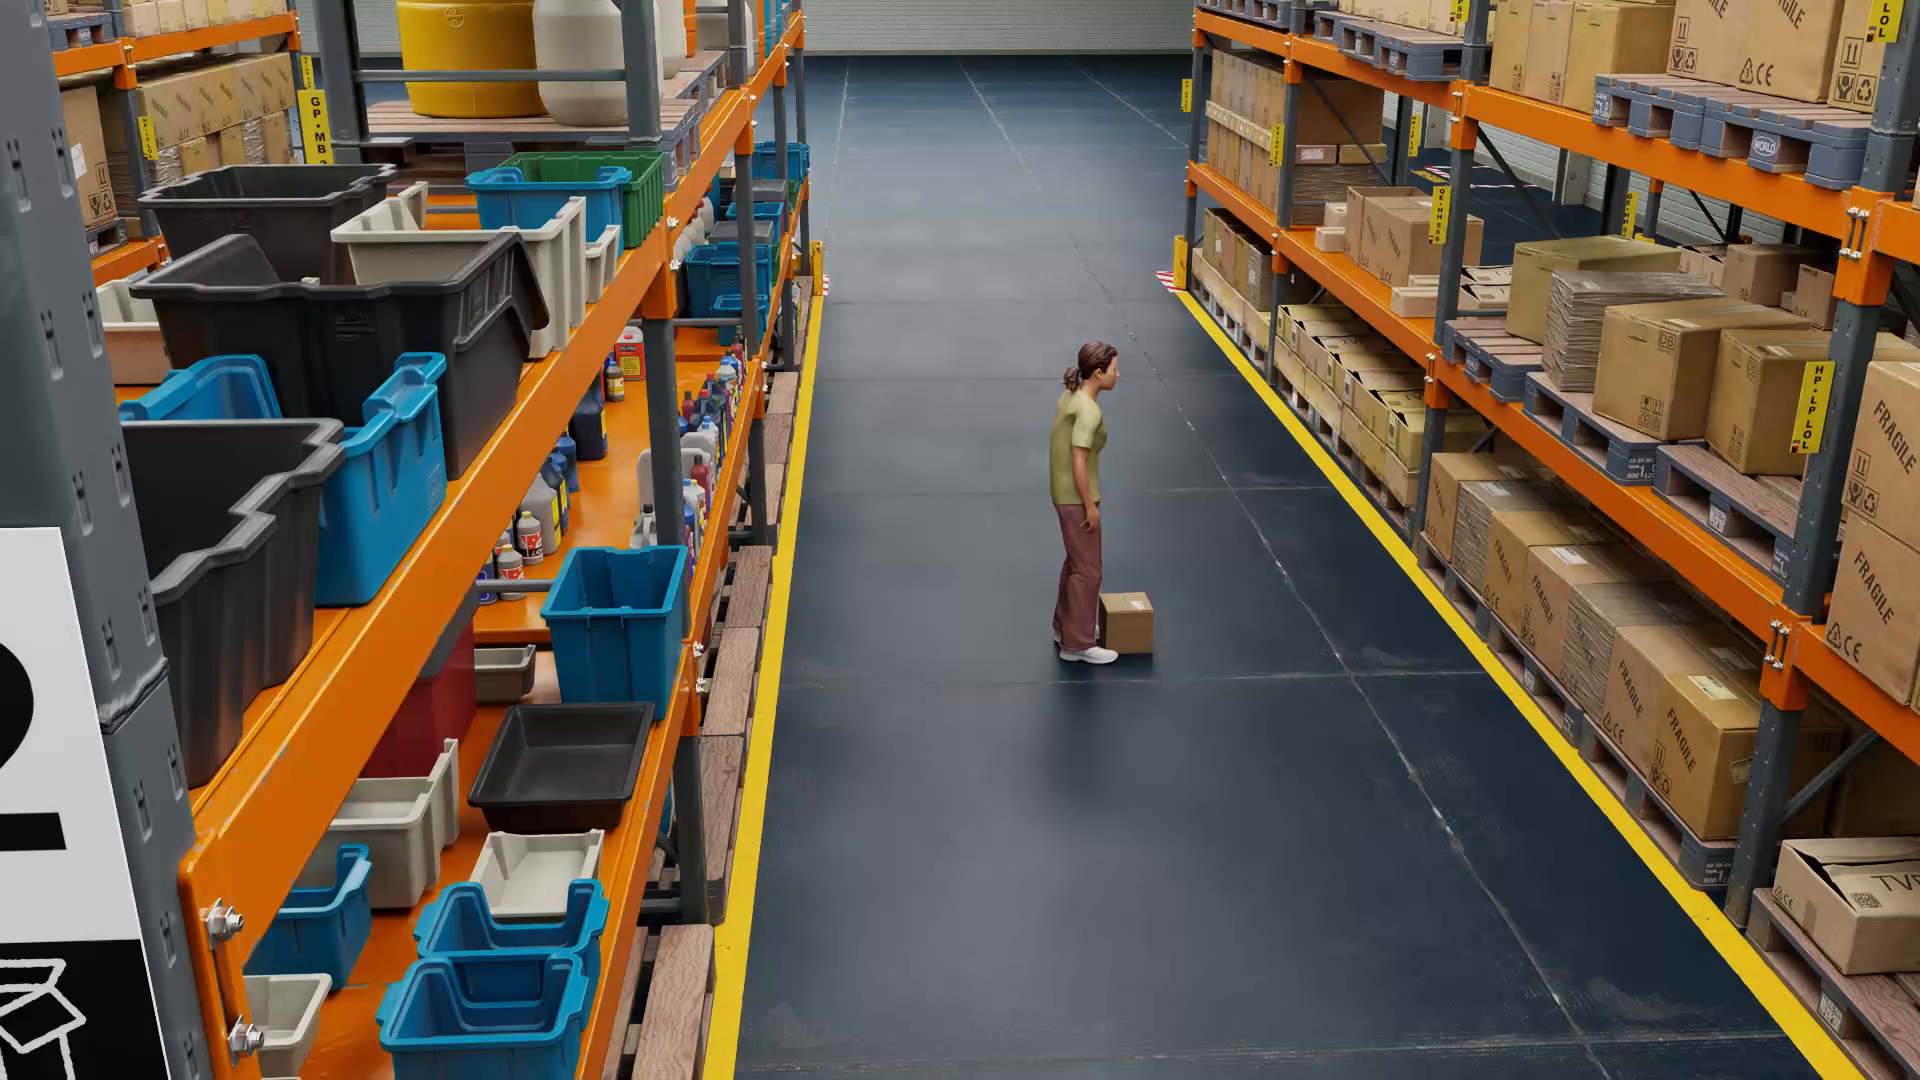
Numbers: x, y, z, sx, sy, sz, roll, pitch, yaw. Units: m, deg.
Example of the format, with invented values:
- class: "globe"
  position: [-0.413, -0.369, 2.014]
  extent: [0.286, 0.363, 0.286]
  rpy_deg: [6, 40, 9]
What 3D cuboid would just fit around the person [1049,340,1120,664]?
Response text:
- class: "person"
  position: [0.640, -0.212, 8.648]
  extent: [0.351, 1.672, 0.507]
  rpy_deg: [-2, 21, -4]
